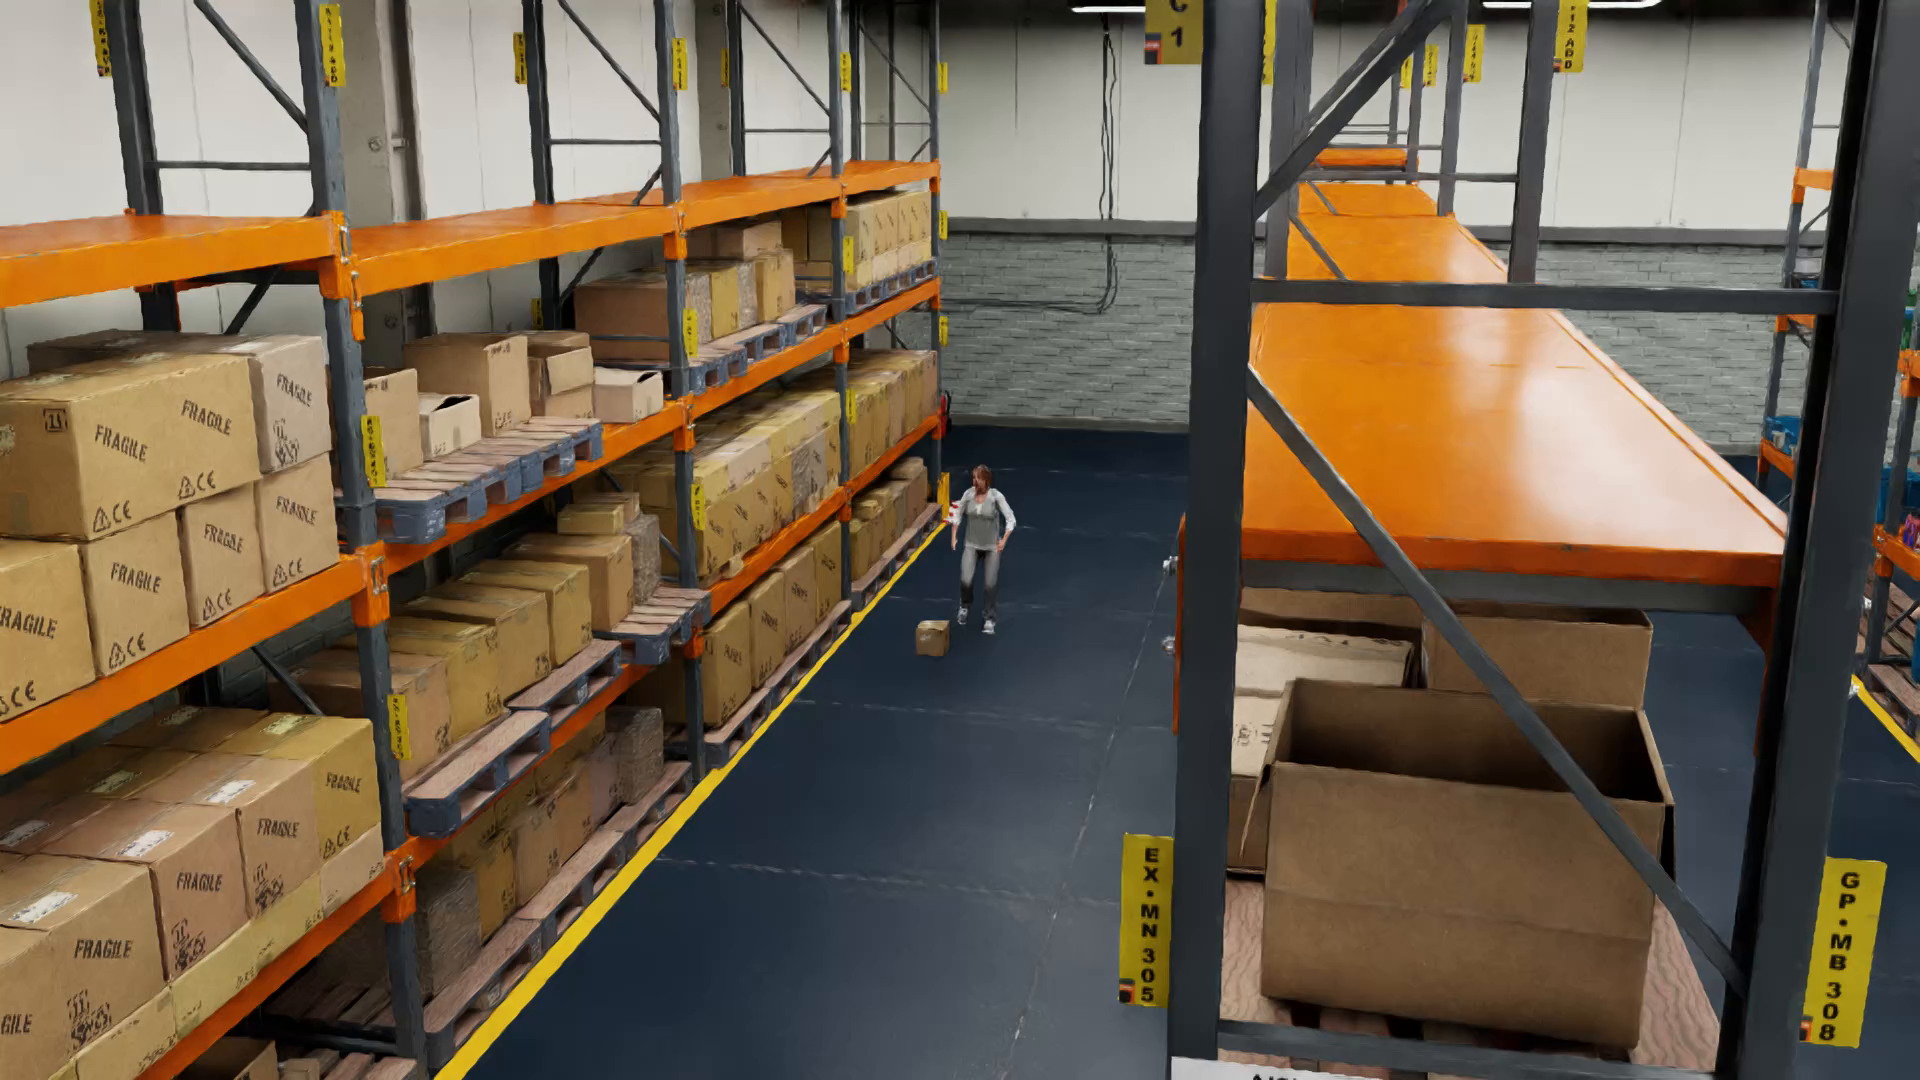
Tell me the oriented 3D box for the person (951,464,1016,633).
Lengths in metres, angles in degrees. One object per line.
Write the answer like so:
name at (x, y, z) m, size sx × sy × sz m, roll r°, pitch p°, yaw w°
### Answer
person at (0.208, 0.088, 15.261) m, size 0.600 × 1.571 × 0.434 m, roll 2°, pitch 15°, yaw 7°
